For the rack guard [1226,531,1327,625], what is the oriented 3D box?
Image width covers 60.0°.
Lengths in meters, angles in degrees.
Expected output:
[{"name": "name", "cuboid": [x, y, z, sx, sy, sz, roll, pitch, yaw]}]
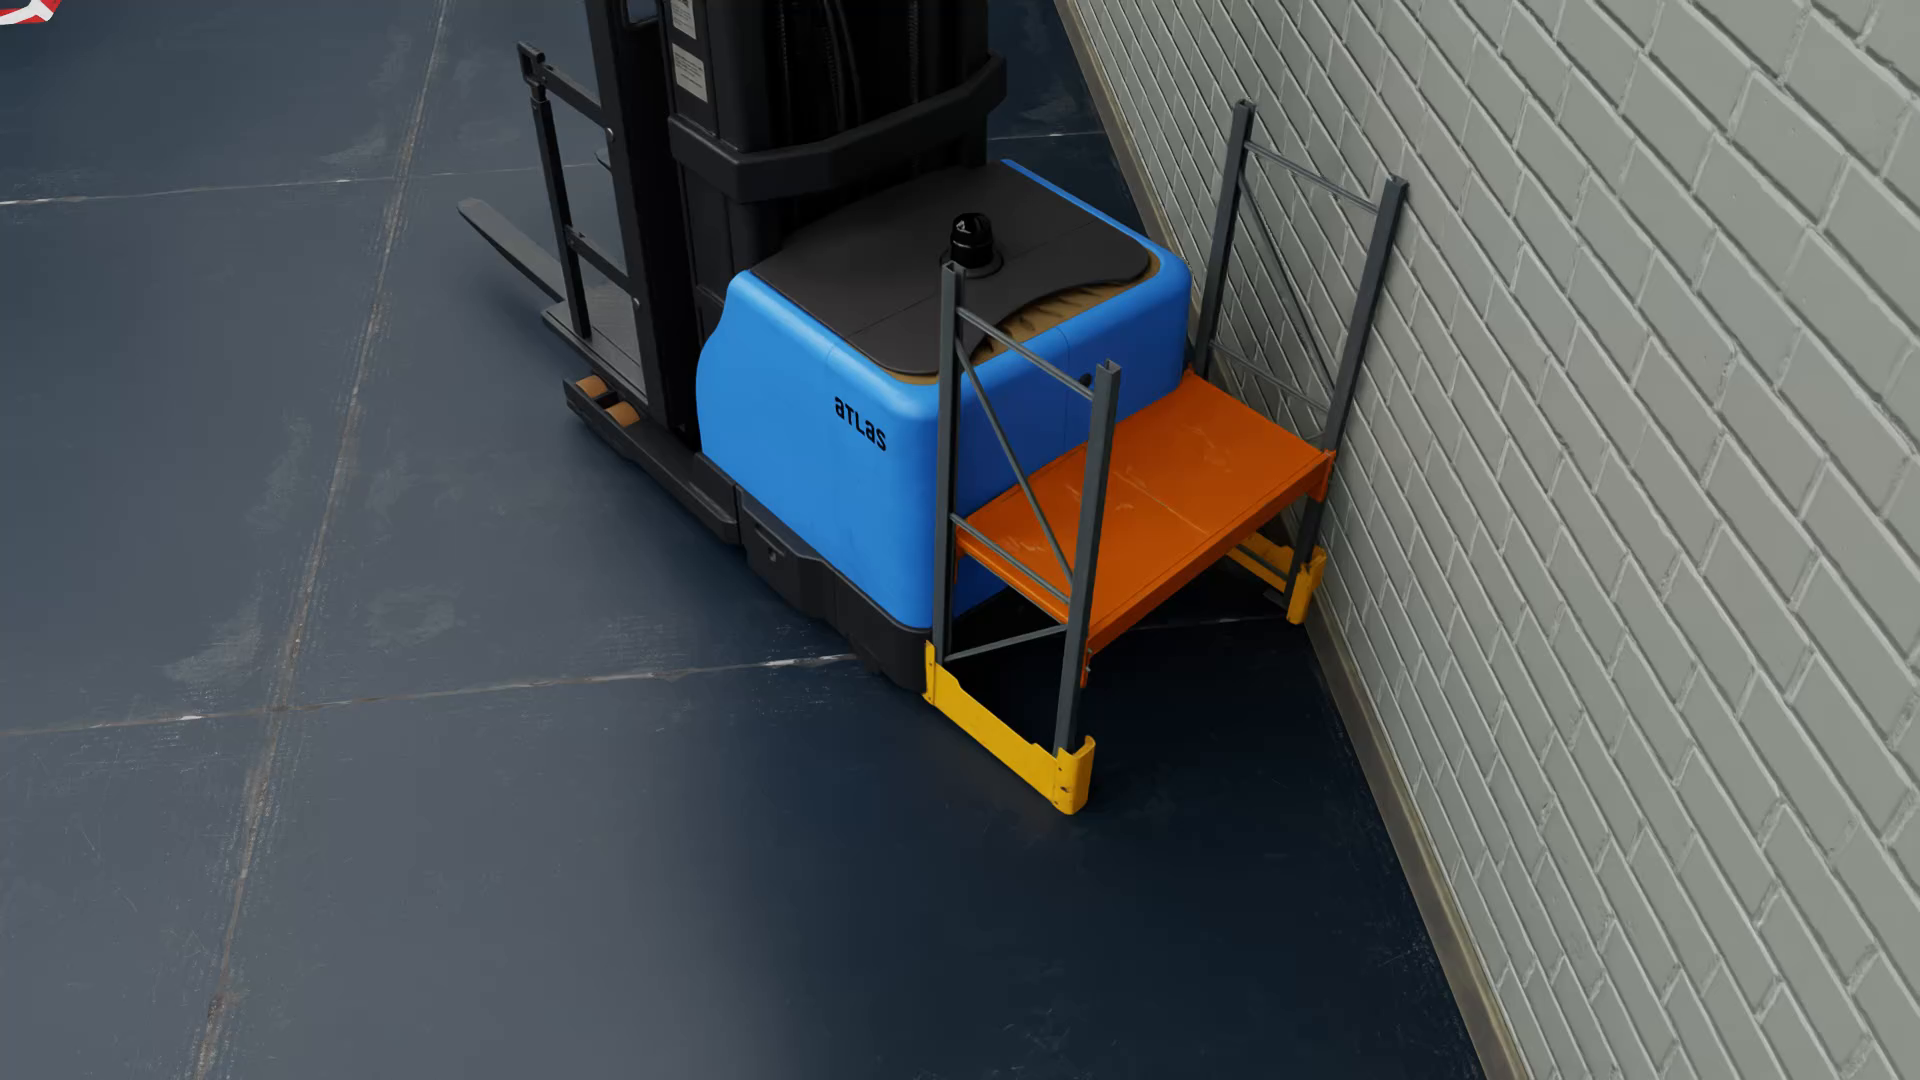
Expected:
[{"name": "rack guard", "cuboid": [0.831, -0.003, 5.009, 0.087, 0.250, 0.587, -34, 56, -30]}]

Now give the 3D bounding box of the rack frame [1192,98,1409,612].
[{"name": "rack frame", "cuboid": [0.850, -0.442, 4.565, 0.032, 1.500, 0.500, -34, 56, -30]}]

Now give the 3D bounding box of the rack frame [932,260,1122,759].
[{"name": "rack frame", "cuboid": [0.124, 0.050, 4.050, 0.032, 1.500, 0.500, -34, 56, -30]}]

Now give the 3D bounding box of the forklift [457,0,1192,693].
[{"name": "forklift", "cuboid": [-0.689, -1.578, 4.811, 1.130, 2.935, 3.031, -30, 50, -29]}]

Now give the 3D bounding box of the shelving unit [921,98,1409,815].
[{"name": "shelving unit", "cuboid": [0.494, -0.200, 4.312, 1.083, 1.500, 0.587, -34, 56, -30]}]

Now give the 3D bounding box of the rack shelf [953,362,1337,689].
[{"name": "rack shelf", "cuboid": [0.482, -0.070, 4.436, 1.000, 0.185, 0.538, -34, 56, -30]}]

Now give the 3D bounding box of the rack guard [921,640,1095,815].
[{"name": "rack guard", "cuboid": [0.120, 0.479, 4.505, 0.087, 0.250, 0.587, -34, 56, -30]}]
